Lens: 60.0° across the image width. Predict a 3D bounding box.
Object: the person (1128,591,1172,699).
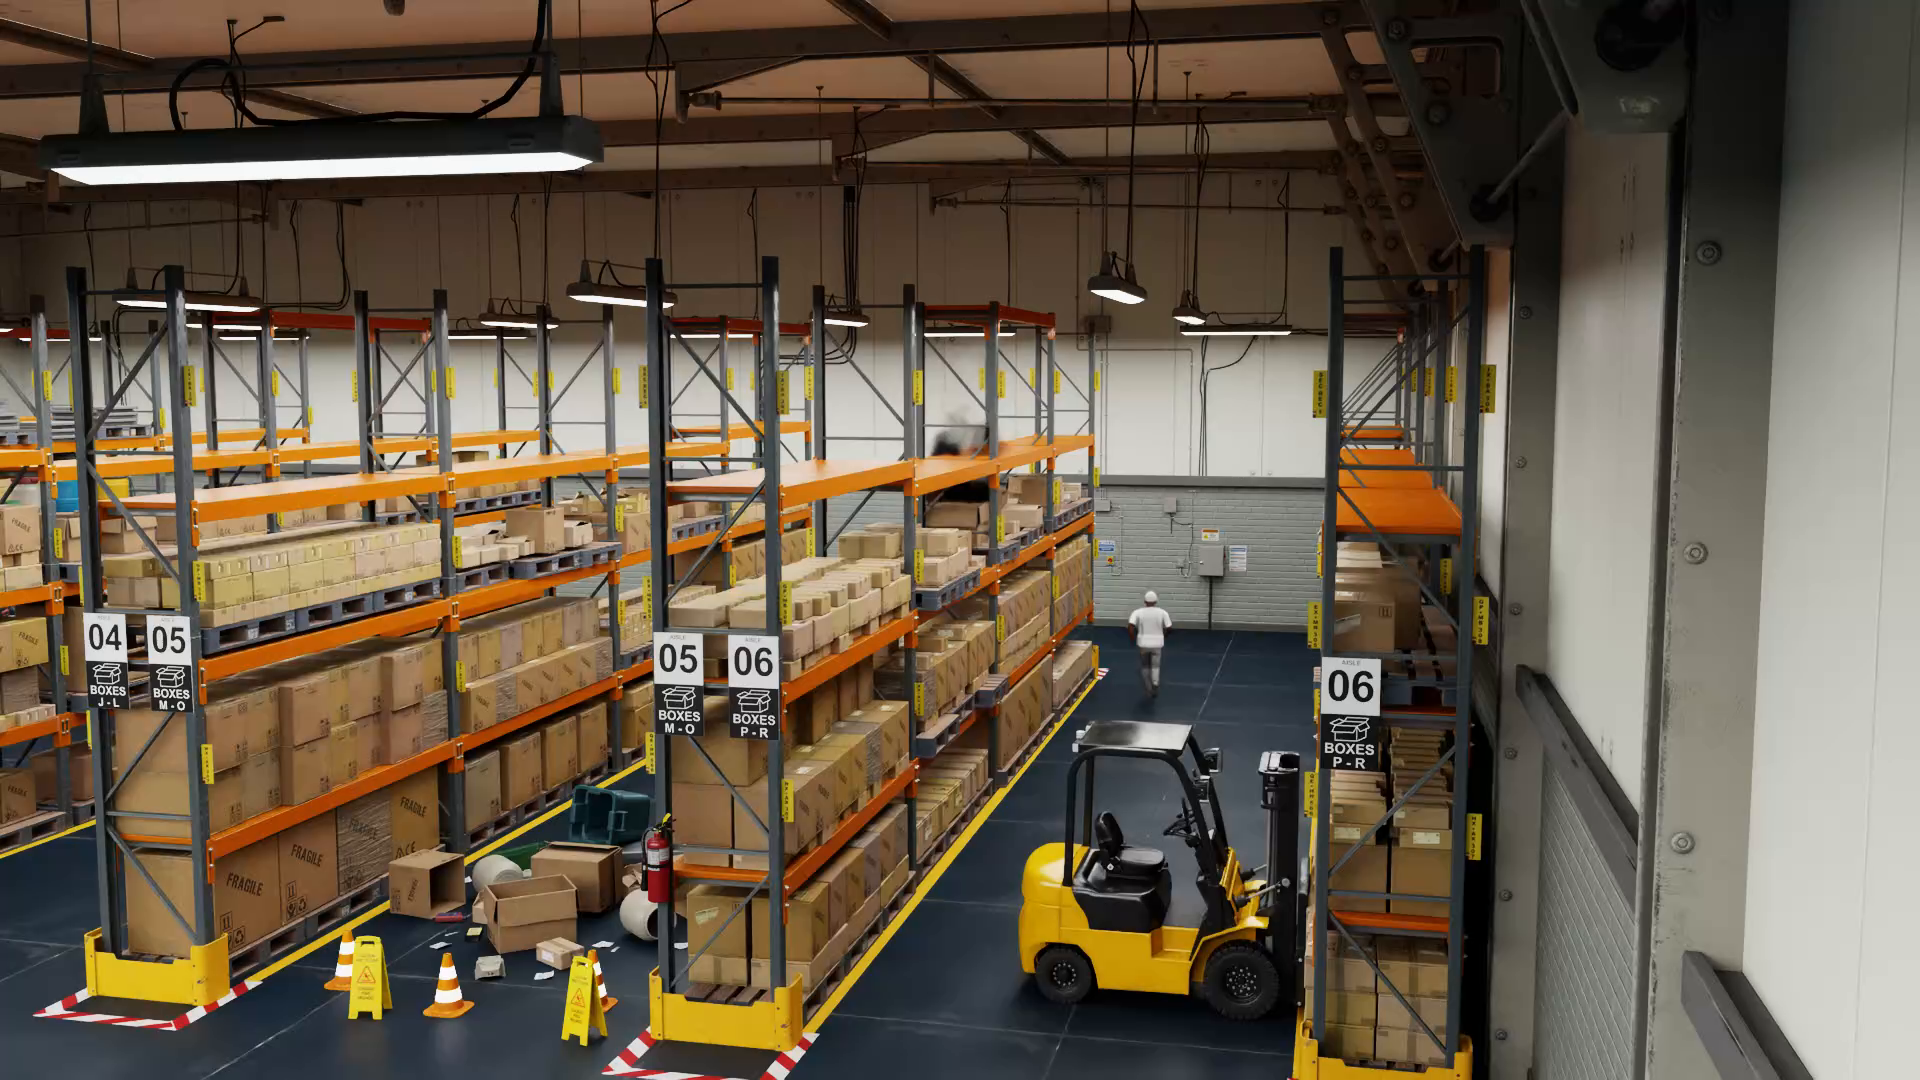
[{"bbox_3d":[2.975,1.672,26.057,0.689,1.734,0.832,1,6,8],"label":"person"}]
